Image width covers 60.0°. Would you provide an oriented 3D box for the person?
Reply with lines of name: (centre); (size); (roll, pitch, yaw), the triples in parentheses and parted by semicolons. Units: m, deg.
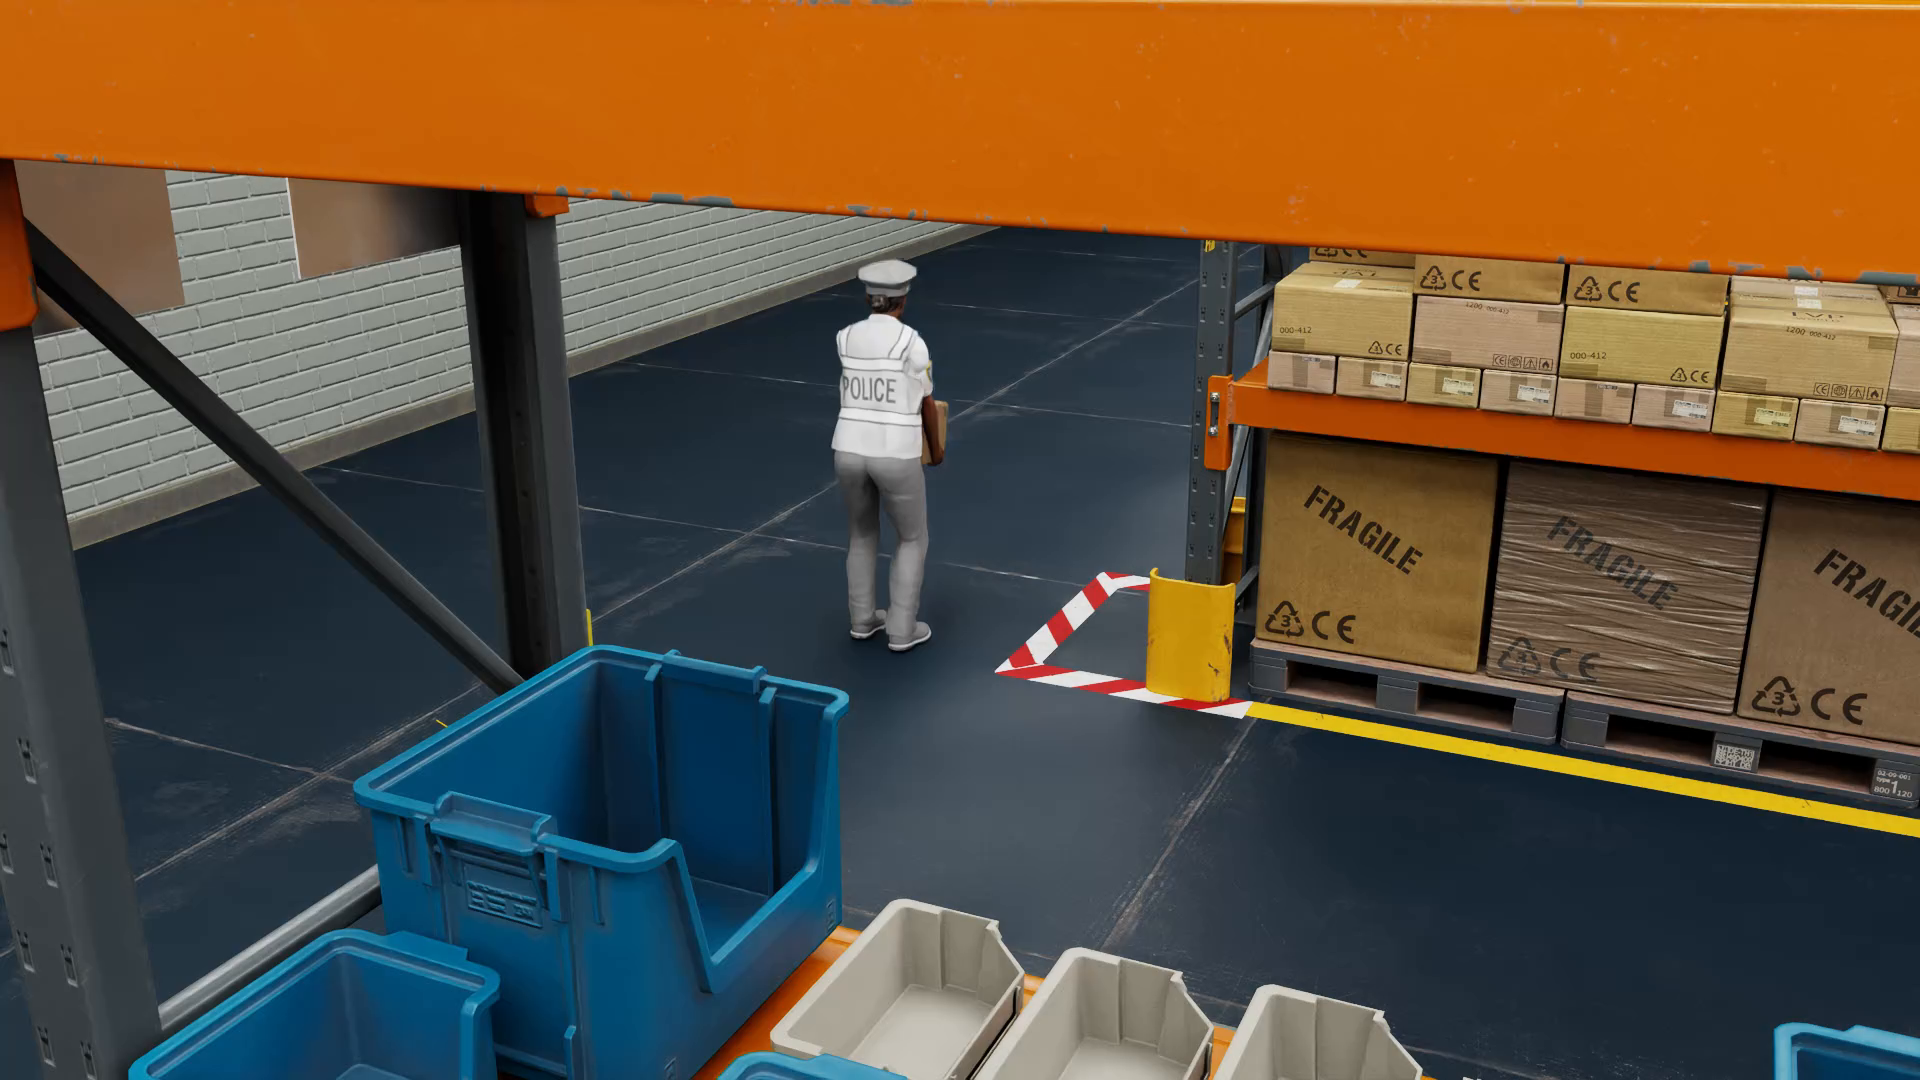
person: (-0.312, -0.358, 7.138); (0.416, 1.646, 0.554); (8, 21, 22)
